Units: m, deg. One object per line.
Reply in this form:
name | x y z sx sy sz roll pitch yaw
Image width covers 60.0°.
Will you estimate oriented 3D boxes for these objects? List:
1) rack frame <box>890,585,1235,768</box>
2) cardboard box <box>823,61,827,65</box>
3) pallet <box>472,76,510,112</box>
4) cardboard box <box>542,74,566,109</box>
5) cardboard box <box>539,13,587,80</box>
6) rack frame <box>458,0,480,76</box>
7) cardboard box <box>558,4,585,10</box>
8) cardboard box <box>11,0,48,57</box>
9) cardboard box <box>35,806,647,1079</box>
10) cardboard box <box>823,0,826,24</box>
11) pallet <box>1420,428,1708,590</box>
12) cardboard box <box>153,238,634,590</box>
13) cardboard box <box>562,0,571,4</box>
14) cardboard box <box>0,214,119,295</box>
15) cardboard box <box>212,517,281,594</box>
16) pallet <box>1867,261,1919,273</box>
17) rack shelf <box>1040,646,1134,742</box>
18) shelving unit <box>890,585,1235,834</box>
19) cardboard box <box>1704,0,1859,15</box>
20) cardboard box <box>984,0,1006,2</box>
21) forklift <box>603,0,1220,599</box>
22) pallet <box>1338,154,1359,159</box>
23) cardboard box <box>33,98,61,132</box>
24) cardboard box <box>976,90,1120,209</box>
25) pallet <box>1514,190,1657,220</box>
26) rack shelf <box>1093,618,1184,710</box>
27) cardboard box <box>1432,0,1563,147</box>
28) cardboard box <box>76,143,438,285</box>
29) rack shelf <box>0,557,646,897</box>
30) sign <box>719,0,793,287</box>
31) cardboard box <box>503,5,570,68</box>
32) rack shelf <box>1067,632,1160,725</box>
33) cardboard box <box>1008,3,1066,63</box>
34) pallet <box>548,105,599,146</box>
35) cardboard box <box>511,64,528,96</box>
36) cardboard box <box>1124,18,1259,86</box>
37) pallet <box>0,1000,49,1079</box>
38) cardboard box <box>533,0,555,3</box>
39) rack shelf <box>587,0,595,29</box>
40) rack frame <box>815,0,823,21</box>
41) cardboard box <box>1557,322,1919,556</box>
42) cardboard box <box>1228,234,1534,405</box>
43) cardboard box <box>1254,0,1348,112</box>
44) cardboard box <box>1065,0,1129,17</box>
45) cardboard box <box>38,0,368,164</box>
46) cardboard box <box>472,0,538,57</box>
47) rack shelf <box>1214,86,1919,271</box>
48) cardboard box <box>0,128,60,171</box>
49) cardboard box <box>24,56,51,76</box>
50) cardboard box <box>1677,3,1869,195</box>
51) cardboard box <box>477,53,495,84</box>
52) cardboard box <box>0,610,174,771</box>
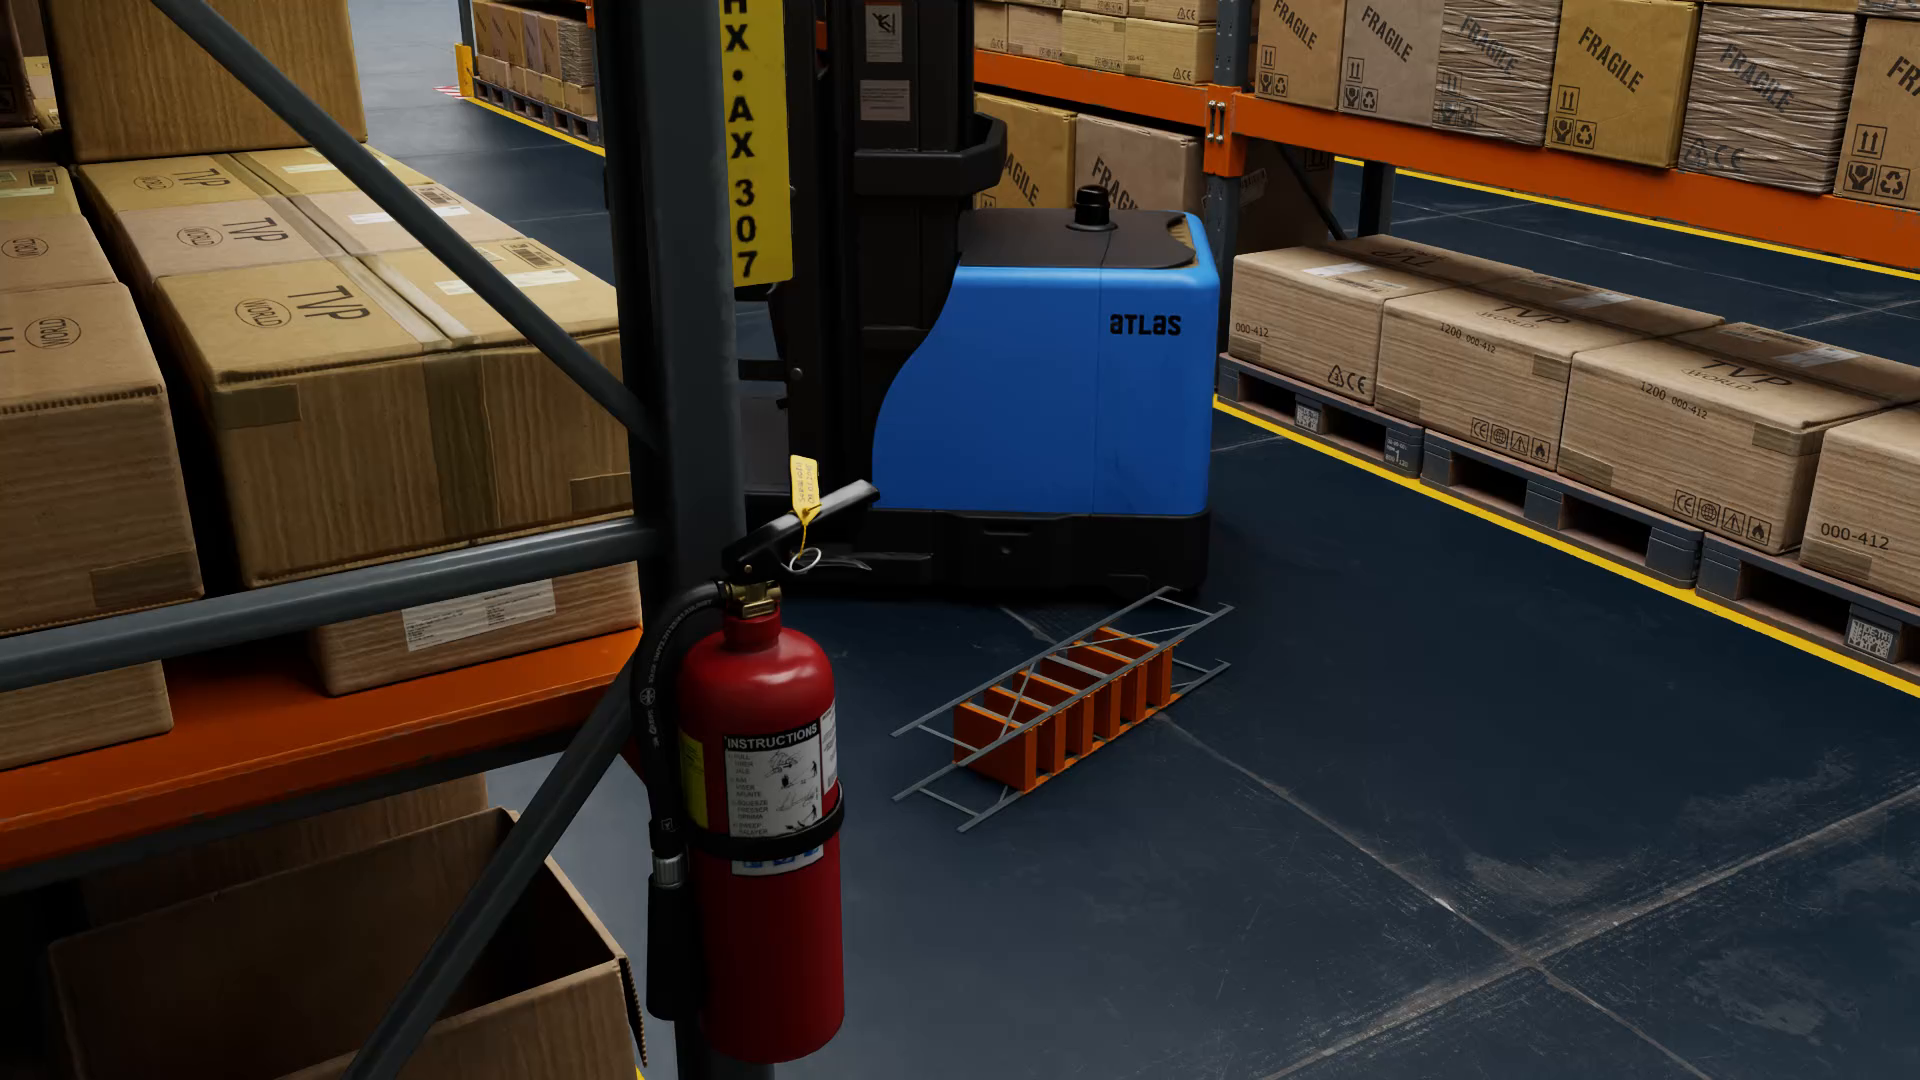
rack frame | 0.311 0.341 4.469 0.240 0.006 1.200 18 29 38
cardboard box | -0.232 -2.436 10.084 0.875 0.875 0.875 -13 25 -29
pallet | -4.176 -4.468 16.525 1.003 0.211 1.213 -13 25 -28
cardboard box | -3.370 -3.991 14.740 0.500 0.250 0.500 -13 26 -30
cardboard box | -3.351 -4.332 14.584 0.500 0.500 0.500 -12 25 -27
rack frame | -4.600 -6.055 16.724 1.000 3.000 0.127 -13 25 -28
cardboard box | -3.445 -4.781 15.687 0.500 0.500 0.500 -13 26 -29
cardboard box | -2.790 -1.655 5.208 0.700 0.500 0.500 -12 25 -27
cardboard box | -0.923 0.826 2.552 0.797 0.503 0.637 -14 26 -30
cardboard box | -0.479 -3.189 9.872 0.500 0.250 0.500 -13 26 -29
pallet | 2.479 -0.222 6.077 1.003 0.211 1.213 -13 25 -28
cardboard box | -0.692 -0.186 2.090 0.500 0.250 0.500 -12 25 -28
cardboard box | -3.595 -5.226 15.922 0.380 0.149 0.250 -12 25 -27
cardboard box | -1.417 -0.253 2.253 0.500 0.250 0.500 -13 25 -28
cardboard box | -0.794 -0.035 2.249 0.380 0.149 0.250 -12 25 -27
pallet | 6.108 -1.652 9.597 1.003 0.211 1.213 -13 25 -28
rack shelf | 0.340 0.413 4.535 0.258 0.180 0.103 18 29 38
shelving unit | 0.311 0.426 4.504 0.258 0.189 1.200 18 29 38
cardboard box | 2.580 -1.819 4.843 0.500 0.500 0.500 -13 25 -29
cardboard box | 0.288 -2.918 8.541 0.500 0.250 0.500 -12 25 -27
forklift | -0.689 -1.375 5.301 3.031 2.935 1.130 2 22 4
pallet | 3.353 -3.428 13.964 1.003 0.211 1.213 -13 25 -28
cardboard box | -1.753 -0.841 3.702 0.500 0.250 0.500 -13 25 -29
cardboard box | 0.677 -1.857 8.659 0.875 0.875 0.875 -12 25 -27
pallet | 4.708 -2.510 11.707 1.003 0.211 1.213 -13 25 -28
rack shelf | 0.498 0.343 4.702 0.258 0.180 0.103 18 29 38
cardboard box | 2.047 -1.688 5.848 0.500 0.500 0.500 -12 25 -28
cardboard box | -1.212 -0.513 2.894 0.500 0.250 0.500 -13 26 -29
rack shelf | -1.714 -0.233 3.358 1.077 0.370 4.000 -13 25 -28
sign | -0.225 -0.425 1.723 0.100 0.325 0.005 -13 25 -28
cardboard box | -3.893 -4.668 15.412 0.500 0.500 0.500 -12 25 -27
rack shelf | 0.419 0.378 4.618 0.258 0.180 0.103 18 29 38
cardboard box | 0.584 -2.529 8.250 0.500 0.250 0.500 -13 26 -30
pallet | -2.930 -3.679 14.581 1.003 0.211 1.213 -13 25 -28
cardboard box | -3.881 -4.320 15.550 0.500 0.250 0.500 -11 24 -25
cardboard box | 1.084 -2.197 7.433 0.500 0.250 0.500 -13 26 -29
pallet | -1.139 1.090 2.849 1.003 0.211 1.213 -13 25 -28
cardboard box | -3.966 -5.114 16.507 0.500 0.500 0.500 -12 25 -28
rack shelf | -1.535 -3.779 12.081 1.077 0.370 4.000 -13 25 -28
rack frame | -0.513 -3.465 10.352 1.000 3.000 0.127 -13 25 -28
cardboard box | 2.676 -0.372 5.588 0.875 0.438 0.875 -12 25 -27
cardboard box | 1.759 -0.954 7.019 0.875 0.438 0.875 -13 25 -29
cardboard box | 1.545 -2.014 6.650 0.500 0.500 0.500 -12 25 -27
cardboard box | 0.834 -2.588 7.731 0.500 0.250 0.500 -12 25 -27
cardboard box | -1.459 -1.019 3.144 0.500 0.500 0.500 -12 25 -27
cardboard box | -4.413 -5.001 16.229 0.500 0.500 0.500 -14 26 -30
rack shelf | 2.552 -1.189 5.709 1.077 0.370 4.000 -13 25 -28
cardboard box | -1.933 -0.583 3.067 0.500 0.250 0.500 -13 25 -28
cardboard box | -2.265 -1.164 4.497 0.500 0.250 0.500 -12 25 -27
cardboard box | 2.585 -1.357 5.033 0.500 0.500 0.500 -12 25 -27
cardboard box | -4.425 -4.661 16.389 0.500 0.250 0.500 -13 25 -29
cardboard box | -1.092 0.141 1.813 0.380 0.149 0.250 -13 25 -29
